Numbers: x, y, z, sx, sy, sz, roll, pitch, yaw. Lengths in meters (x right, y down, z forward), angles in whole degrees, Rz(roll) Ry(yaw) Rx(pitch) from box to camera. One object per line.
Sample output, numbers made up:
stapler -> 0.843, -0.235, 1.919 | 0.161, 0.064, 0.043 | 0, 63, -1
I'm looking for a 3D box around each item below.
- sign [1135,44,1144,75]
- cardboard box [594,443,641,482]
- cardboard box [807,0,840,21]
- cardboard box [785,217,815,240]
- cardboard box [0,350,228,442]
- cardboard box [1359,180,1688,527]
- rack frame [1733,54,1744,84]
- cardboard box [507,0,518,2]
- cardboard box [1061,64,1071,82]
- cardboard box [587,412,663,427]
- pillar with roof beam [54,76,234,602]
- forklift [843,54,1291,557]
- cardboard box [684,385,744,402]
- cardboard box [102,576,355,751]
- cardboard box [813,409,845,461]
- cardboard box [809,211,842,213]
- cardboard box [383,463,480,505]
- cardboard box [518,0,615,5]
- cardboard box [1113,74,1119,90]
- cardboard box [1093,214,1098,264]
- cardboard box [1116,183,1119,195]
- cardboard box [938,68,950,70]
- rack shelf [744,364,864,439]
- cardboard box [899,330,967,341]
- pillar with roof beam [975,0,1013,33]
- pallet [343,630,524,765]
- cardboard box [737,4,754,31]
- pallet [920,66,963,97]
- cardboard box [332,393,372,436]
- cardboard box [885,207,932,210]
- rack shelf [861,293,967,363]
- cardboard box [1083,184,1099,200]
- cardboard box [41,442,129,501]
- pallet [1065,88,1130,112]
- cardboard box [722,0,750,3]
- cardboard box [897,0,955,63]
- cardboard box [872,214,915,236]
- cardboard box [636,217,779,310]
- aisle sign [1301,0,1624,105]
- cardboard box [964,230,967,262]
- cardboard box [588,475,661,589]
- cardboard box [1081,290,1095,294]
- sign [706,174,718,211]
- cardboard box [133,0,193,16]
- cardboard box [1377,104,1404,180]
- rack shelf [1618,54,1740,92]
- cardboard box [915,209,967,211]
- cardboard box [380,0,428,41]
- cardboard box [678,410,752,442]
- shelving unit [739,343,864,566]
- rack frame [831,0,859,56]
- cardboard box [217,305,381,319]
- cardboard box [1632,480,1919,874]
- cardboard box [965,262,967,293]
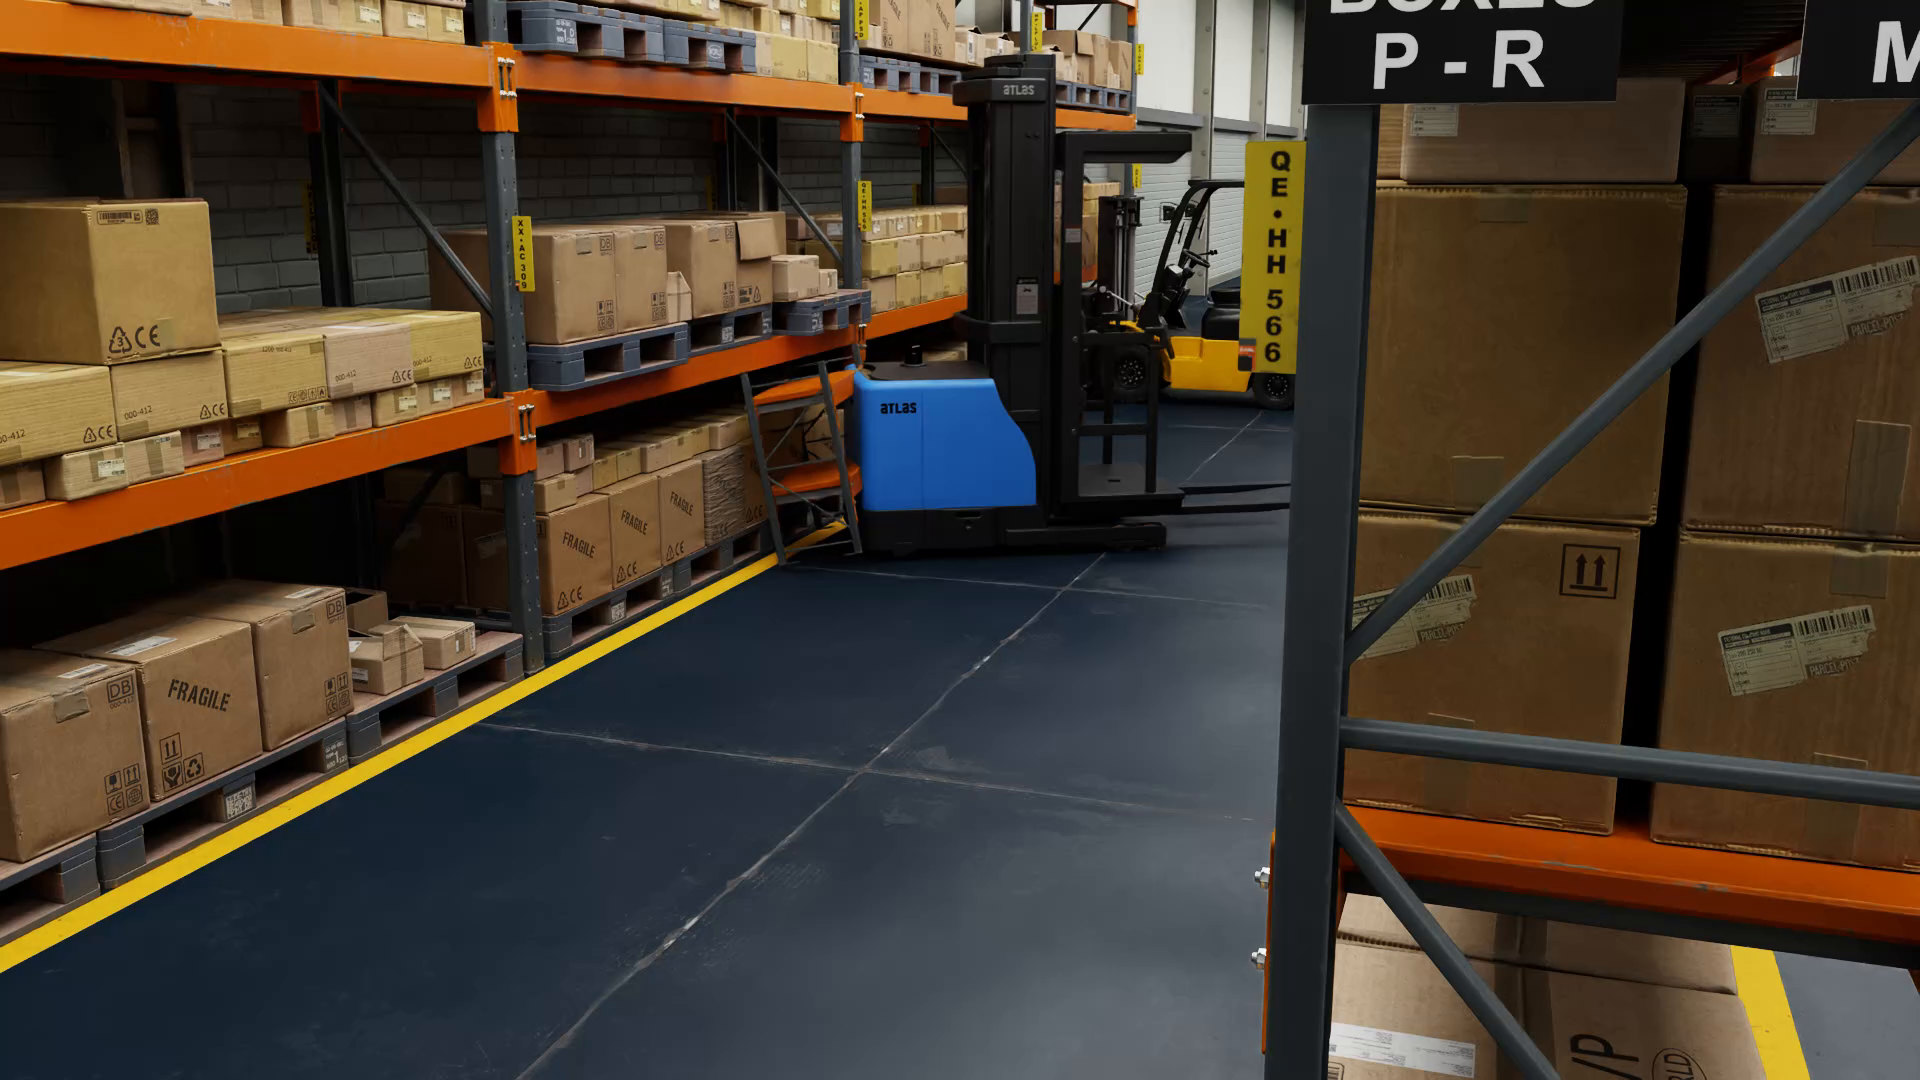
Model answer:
sign -> 1.948, -5.217, 18.051 | 0.100, 0.325, 0.005 | 4, 14, 18
cardboard box -> -1.911, -0.413, 8.773 | 0.380, 0.149, 0.250 | 4, 13, 17
cardboard box -> -0.981, -3.354, 10.474 | 0.380, 0.149, 0.250 | 5, 14, 20
cardboard box -> -1.236, -2.167, 11.560 | 0.380, 0.149, 0.250 | 5, 14, 20
cardboard box -> -2.867, -0.505, 5.628 | 0.500, 0.250, 0.500 | 4, 13, 17
cardboard box -> 0.891, -0.333, 2.734 | 0.500, 0.500, 0.500 | 5, 14, 20
rack frame -> 2.254, -0.520, 6.027 | 1.000, 3.000, 0.127 | 4, 14, 18
cardboard box -> -2.278, -2.650, 8.011 | 0.380, 0.149, 0.250 | 4, 13, 17
cardboard box -> 0.826, -4.389, 15.632 | 0.380, 0.149, 0.250 | 5, 14, 20
cardboard box -> -1.981, -0.658, 9.846 | 0.380, 0.149, 0.250 | 4, 14, 19
pillar with roof beam -> 0.552, -3.410, 5.205 | 9.100, 9.000, 0.400 | 4, 14, 18
forklift -> 0.812, -1.468, 10.331 | 3.031, 2.935, 1.130 | -2, 13, -10
cardboard box -> -1.613, -0.934, 11.055 | 0.380, 0.149, 0.250 | 5, 14, 21
cardboard box -> -2.801, 0.462, 6.399 | 0.700, 0.500, 0.500 | 4, 13, 16
cardboard box -> -1.083, -0.601, 11.052 | 0.500, 0.500, 0.500 | 5, 14, 20
cardboard box -> -0.942, -2.445, 12.777 | 0.380, 0.149, 0.250 | 4, 13, 17
cardboard box -> -2.597, -0.277, 8.179 | 0.380, 0.149, 0.250 | 4, 13, 16
cardboard box -> -1.865, -2.617, 7.868 | 0.380, 0.149, 0.250 | 4, 14, 19
cardboard box -> 1.458, -4.801, 17.435 | 0.380, 0.149, 0.250 | 4, 13, 17
cardboard box -> 1.186, -3.113, 17.162 | 0.500, 0.500, 0.500 | 4, 13, 17
cardboard box -> 1.523, -3.823, 18.146 | 0.380, 0.149, 0.250 | 4, 14, 19
cardboard box -> -0.283, -3.929, 13.615 | 0.380, 0.149, 0.250 | 4, 14, 18
rack shelf -> -0.895, -0.823, 9.969 | 0.538, 0.278, 1.000 | -9, 11, 9
cardboard box -> -0.013, -1.498, 14.702 | 0.875, 0.625, 0.625 | 5, 14, 21
pillar with roof beam -> 4.434, -5.937, 16.275 | 9.100, 9.000, 0.400 | 4, 14, 18
pallet -> -2.667, 0.627, 7.266 | 1.003, 0.211, 1.213 | 4, 14, 18
cardboard box -> -1.415, -3.000, 9.590 | 0.380, 0.149, 0.250 | 4, 14, 19
pallet -> -0.655, -3.474, 12.653 | 1.003, 0.211, 1.213 | 5, 14, 21
cardboard box -> -2.543, -0.503, 6.515 | 0.380, 0.149, 0.250 | 5, 14, 20
cardboard box -> -0.453, -2.707, 13.926 | 0.380, 0.149, 0.250 | 4, 14, 18
rack shelf -> -0.502, -1.790, 13.204 | 1.077, 0.370, 4.000 | 4, 14, 18
cardboard box -> 1.205, -3.547, 16.937 | 0.380, 0.149, 0.250 | 5, 14, 20
cardboard box -> -2.908, -0.229, 5.316 | 0.380, 0.149, 0.250 | 4, 13, 17
pallet -> 1.186, -4.676, 17.691 | 1.003, 0.211, 1.213 | 4, 14, 18
cardboard box -> -1.400, -3.081, 9.277 | 0.380, 0.149, 0.250 | 4, 14, 19
cardboard box -> -0.355, -3.833, 12.406 | 0.500, 0.500, 0.500 | 5, 14, 20
cardboard box -> -0.551, -2.298, 12.134 | 0.380, 0.149, 0.250 | 5, 14, 19
cardboard box -> -1.502, -1.617, 9.657 | 0.797, 0.503, 0.637 | 4, 13, 17
aisle sign -> 0.644, -0.953, 2.079 | 0.394, 0.787, 0.004 | 4, 14, 18
cardboard box -> -0.103, -2.394, 13.450 | 0.500, 0.250, 0.500 | 5, 14, 20
cardboard box -> -1.911, -0.061, 8.690 | 0.500, 0.500, 0.500 | 4, 14, 18
cardboard box -> 1.426, -2.528, 17.811 | 0.500, 0.250, 0.500 | 5, 14, 19
sign -> -1.676, -2.323, 11.322 | 0.100, 0.325, 0.005 | 4, 14, 18
cardboard box -> -2.751, -1.794, 5.429 | 0.380, 0.149, 0.250 | 5, 14, 20
cardboard box -> 0.950, -0.736, 3.043 | 0.380, 0.149, 0.250 | 4, 14, 18
rack shelf -> 2.902, -2.053, 7.618 | 1.077, 0.370, 4.000 | 4, 14, 18
cardboard box -> -0.141, -2.567, 13.312 | 0.380, 0.149, 0.250 | 4, 14, 19
cardboard box -> -2.363, -2.069, 6.633 | 0.380, 0.149, 0.250 | 4, 14, 18
cardboard box -> -1.464, -0.682, 9.953 | 0.380, 0.149, 0.250 | 4, 13, 18
shelving unit -> -0.843, -0.540, 10.023 | 0.538, 1.125, 1.048 | -9, 11, 9
rack frame -> -1.149, -4.644, 10.611 | 1.000, 3.000, 0.127 | 4, 14, 18
cardboard box -> -2.859, -0.864, 7.201 | 0.500, 0.250, 0.500 | 4, 14, 18
cardboard box -> 1.387, 0.193, 2.678 | 0.500, 0.500, 0.500 | 4, 14, 18
cardboard box -> -0.118, -2.155, 13.524 | 0.500, 0.250, 0.500 | 4, 14, 19
